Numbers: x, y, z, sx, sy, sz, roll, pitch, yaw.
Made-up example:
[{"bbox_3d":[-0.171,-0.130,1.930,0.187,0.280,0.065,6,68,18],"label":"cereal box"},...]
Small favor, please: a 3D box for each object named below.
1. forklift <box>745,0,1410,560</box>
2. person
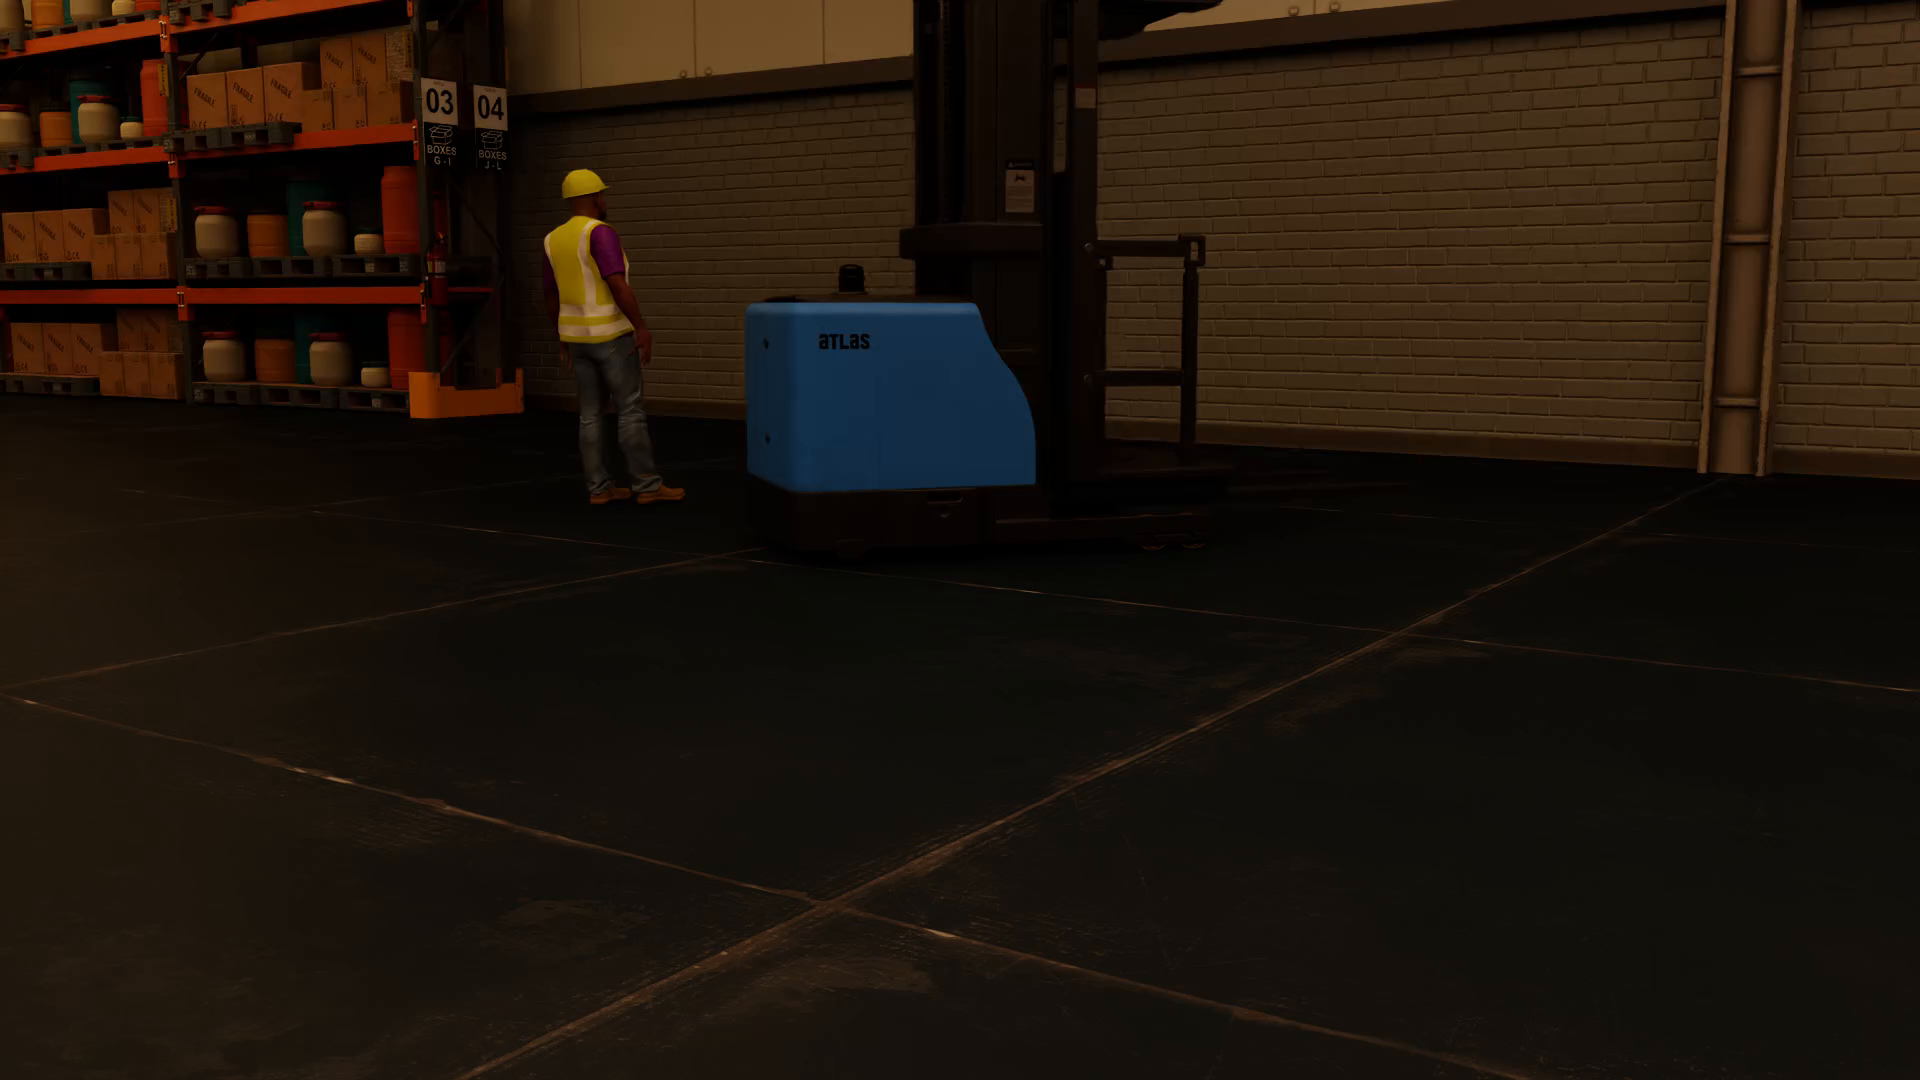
[{"bbox_3d":[0.589,-1.468,7.517,3.031,2.935,1.130,-3,9,-18],"label":"forklift"},{"bbox_3d":[-1.871,-1.081,8.906,0.687,1.770,0.575,6,10,35],"label":"person"}]
